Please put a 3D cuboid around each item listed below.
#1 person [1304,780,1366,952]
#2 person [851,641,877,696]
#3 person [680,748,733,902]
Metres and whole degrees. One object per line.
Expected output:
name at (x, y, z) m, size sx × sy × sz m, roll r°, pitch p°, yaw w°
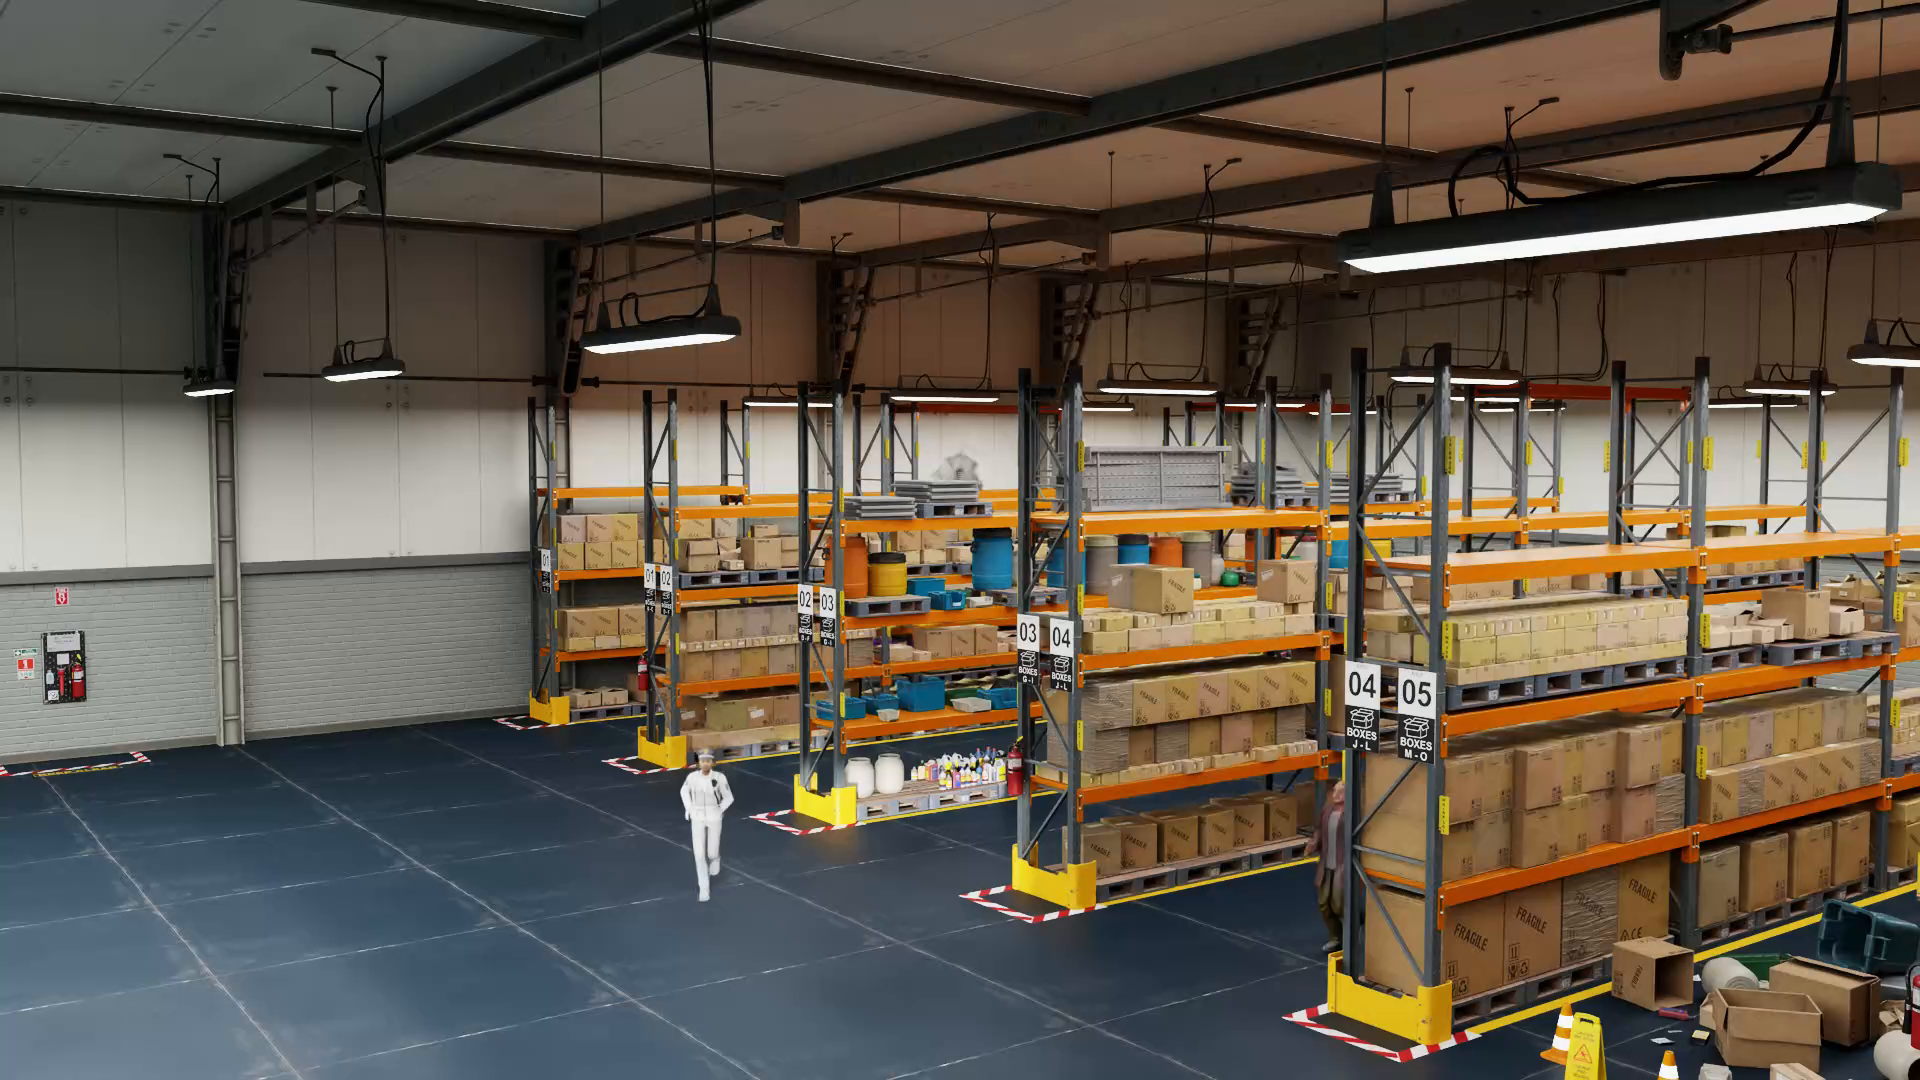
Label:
person at (3.842, 3.299, 16.855) m, size 0.662 × 1.726 × 0.706 m, roll -3°, pitch 5°, yaw -42°
person at (-1.874, 2.445, 31.082) m, size 0.700 × 1.772 × 0.963 m, roll 3°, pitch 5°, yaw 44°
person at (-2.906, 3.211, 19.059) m, size 0.618 × 1.695 × 0.834 m, roll 0°, pitch 3°, yaw -3°
